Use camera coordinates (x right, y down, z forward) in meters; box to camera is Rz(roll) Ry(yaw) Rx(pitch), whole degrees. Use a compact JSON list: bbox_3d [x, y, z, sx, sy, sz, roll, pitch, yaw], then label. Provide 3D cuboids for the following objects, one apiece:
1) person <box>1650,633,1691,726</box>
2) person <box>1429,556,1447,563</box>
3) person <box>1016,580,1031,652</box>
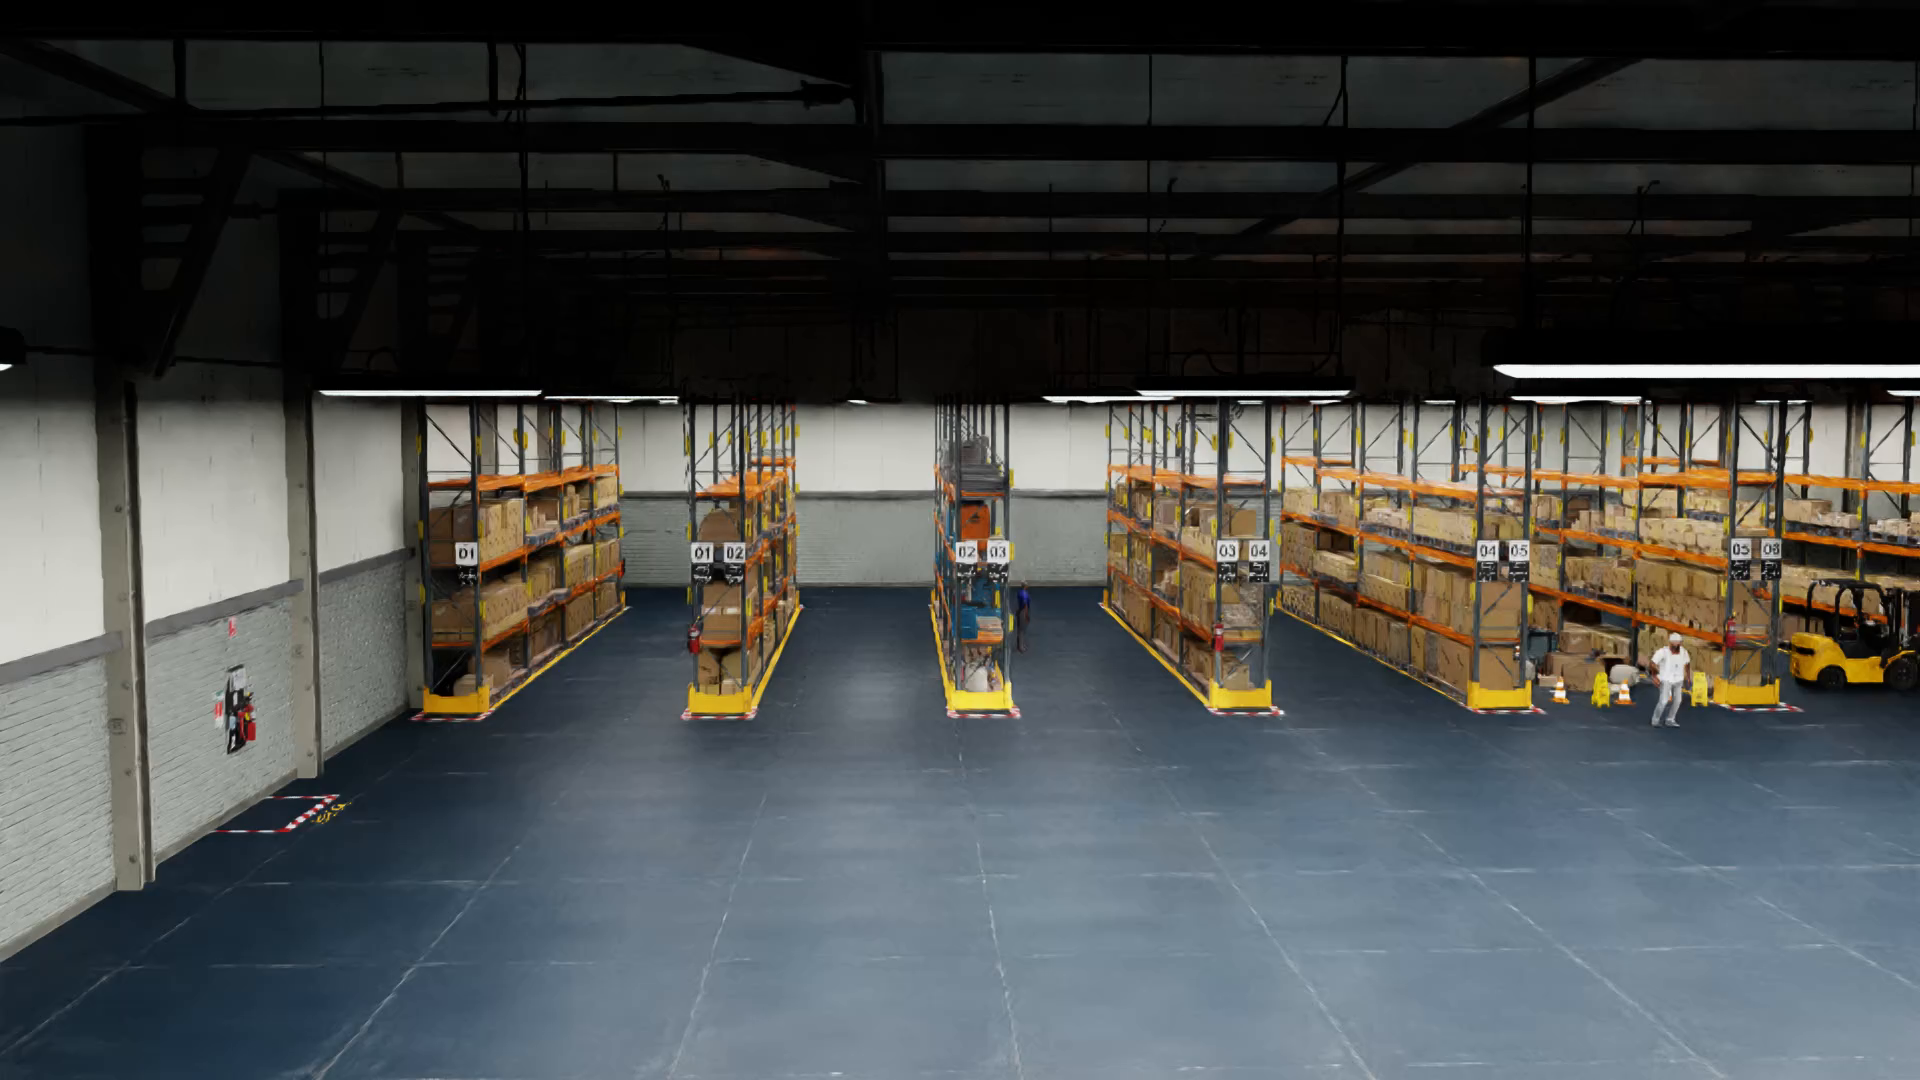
[{"bbox_3d":[12.679,2.498,29.672,0.719,1.714,0.572,0,5,-4],"label":"person"},{"bbox_3d":[14.128,0.897,49.131,0.502,1.772,0.711,-3,5,-29],"label":"person"},{"bbox_3d":[1.484,1.763,38.985,0.367,1.654,0.612,-1,5,-14],"label":"person"}]
